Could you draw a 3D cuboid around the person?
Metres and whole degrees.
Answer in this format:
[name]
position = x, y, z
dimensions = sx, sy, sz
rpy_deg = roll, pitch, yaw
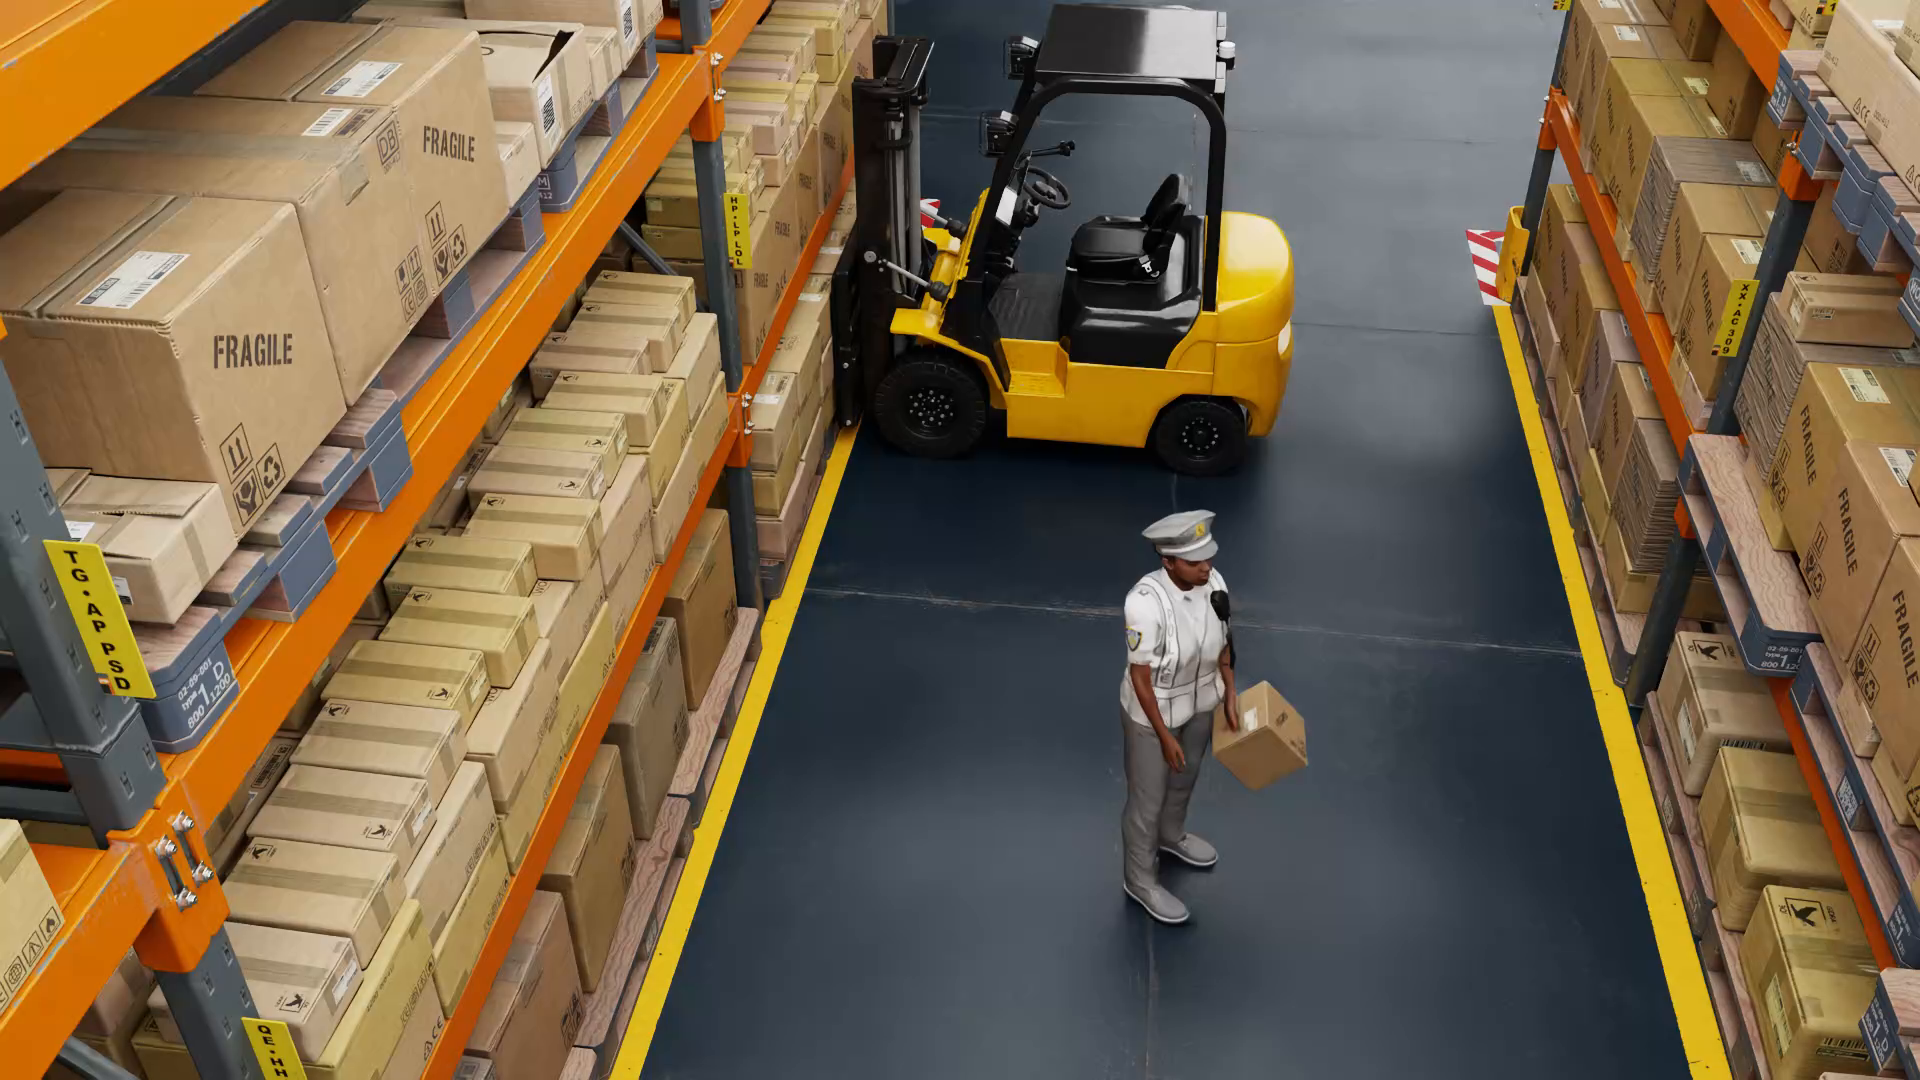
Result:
[person]
position = 0.835, 0.637, 6.118
dimensions = 0.477, 1.703, 0.486
rpy_deg = -23, 42, -28
